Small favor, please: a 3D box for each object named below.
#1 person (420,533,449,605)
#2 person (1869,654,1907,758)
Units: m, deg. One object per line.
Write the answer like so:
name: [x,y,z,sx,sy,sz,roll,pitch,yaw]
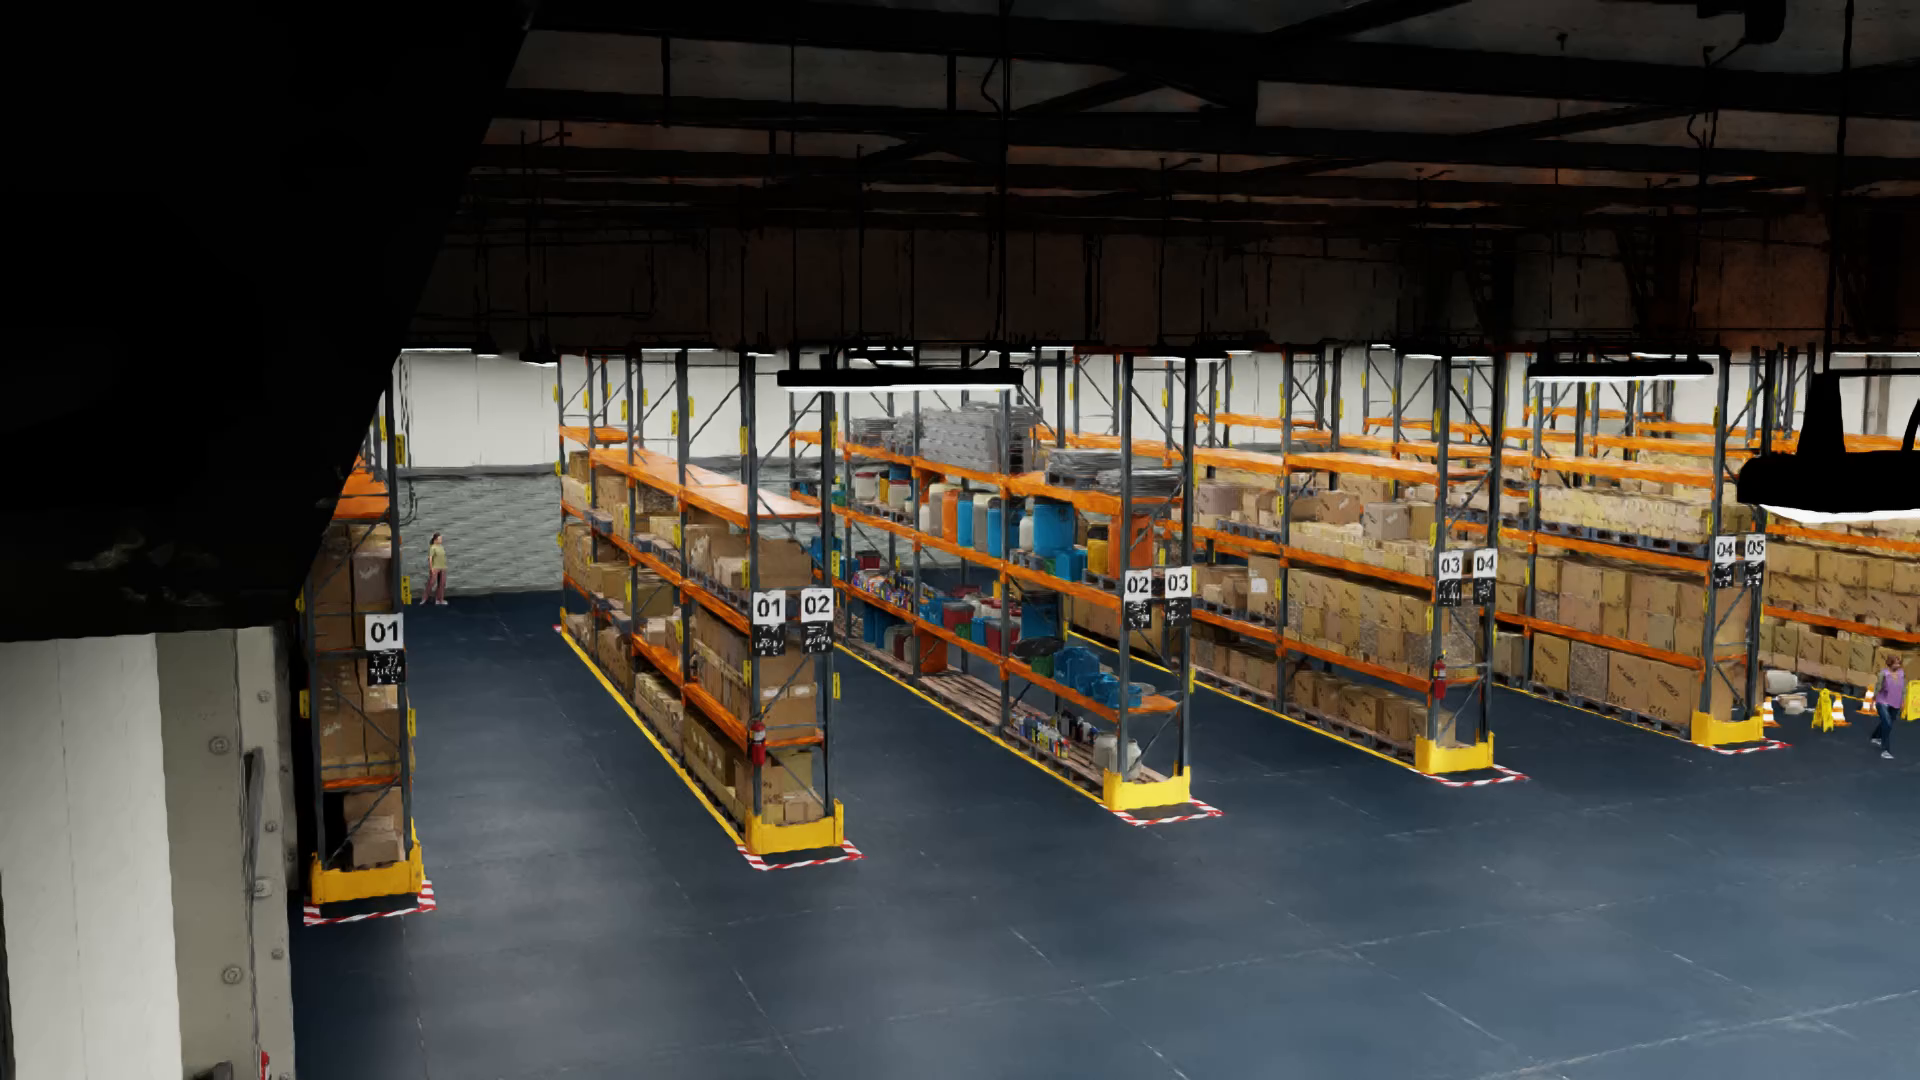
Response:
person: [-12.121,0.669,38.147,0.458,1.667,0.645,3,8,25]
person: [13.827,2.421,24.795,0.455,1.531,0.867,0,7,0]
